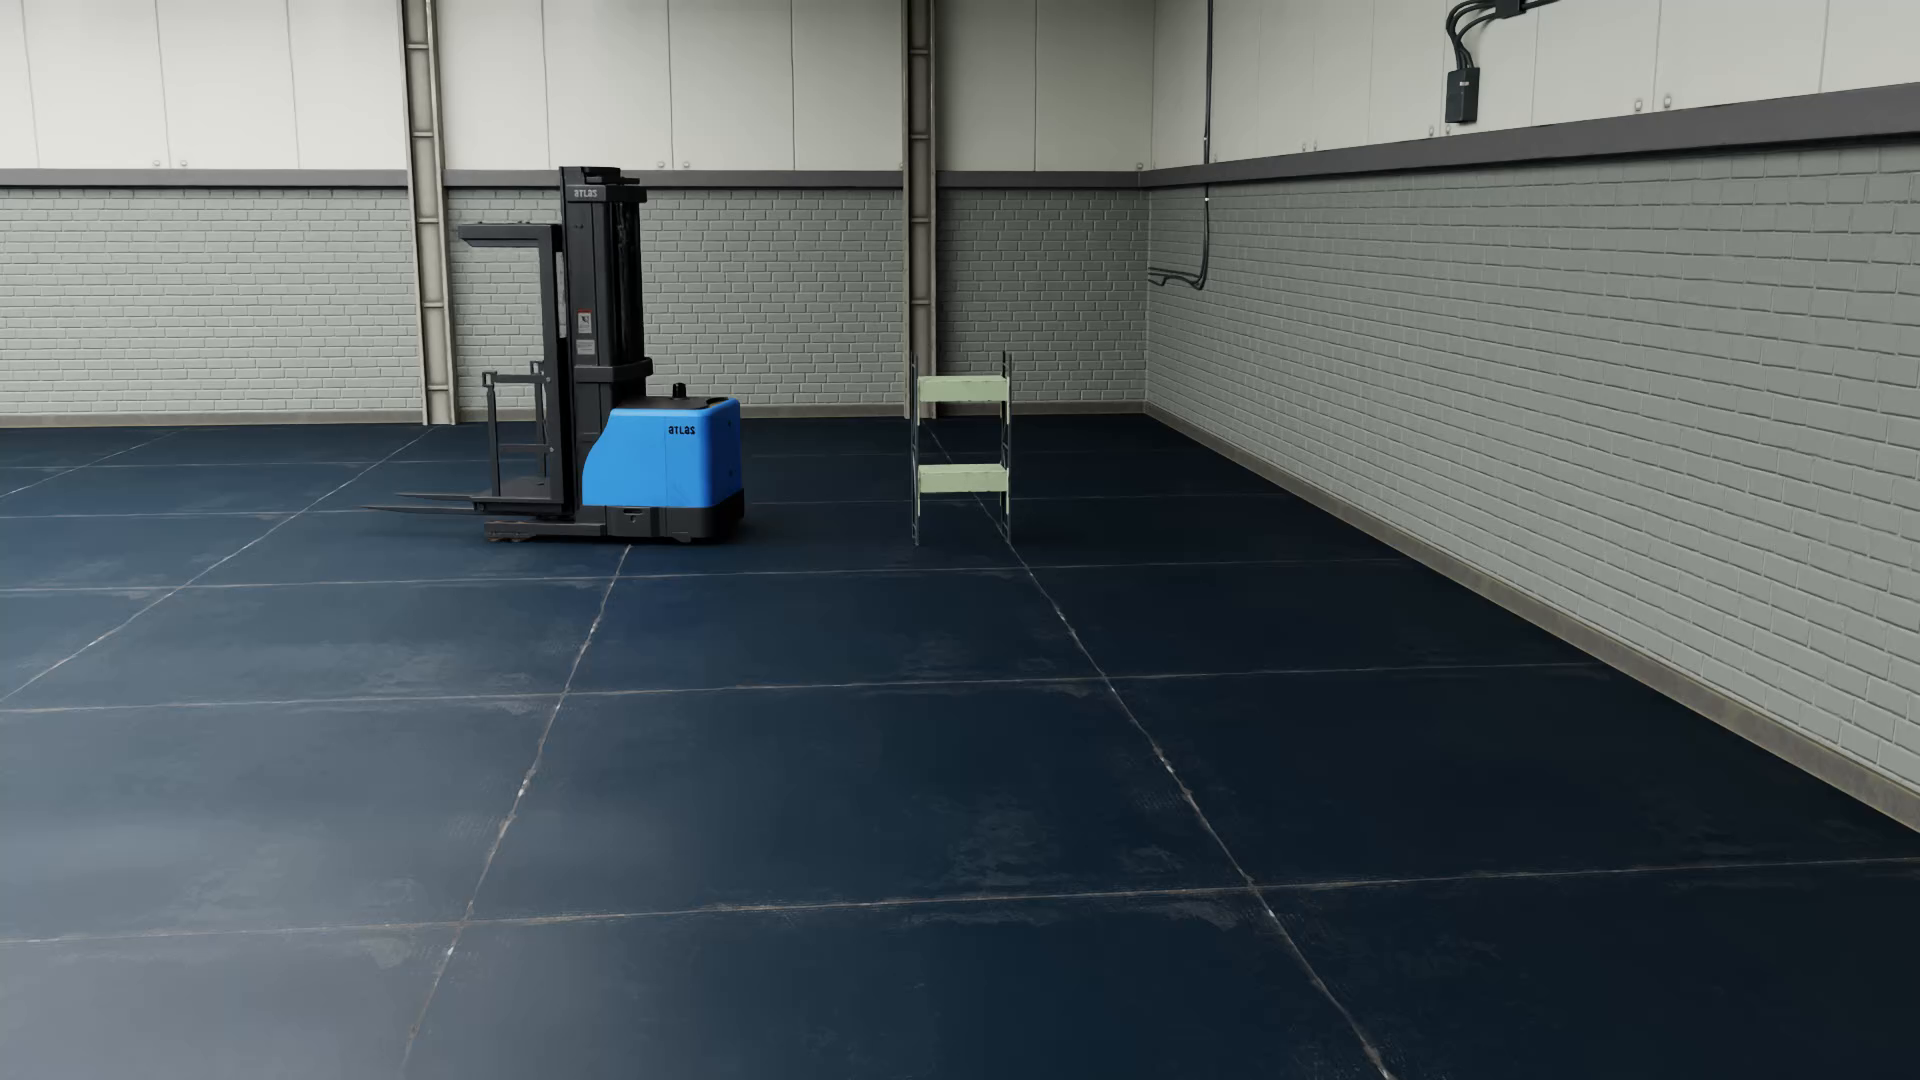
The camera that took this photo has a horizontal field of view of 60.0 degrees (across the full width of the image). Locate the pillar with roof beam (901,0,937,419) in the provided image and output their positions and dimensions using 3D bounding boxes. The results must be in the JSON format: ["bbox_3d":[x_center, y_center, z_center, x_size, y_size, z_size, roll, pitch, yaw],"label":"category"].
[{"bbox_3d":[-0.049,-5.174,16.356,0.400,9.000,9.100,-1,11,-6],"label":"pillar with roof beam"}]

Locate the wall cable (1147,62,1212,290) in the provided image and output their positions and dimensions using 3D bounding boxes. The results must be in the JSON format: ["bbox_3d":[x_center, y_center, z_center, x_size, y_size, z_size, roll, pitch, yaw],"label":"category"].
[{"bbox_3d":[2.558,-4.283,19.877,0.112,2.526,3.097,-1,11,-6],"label":"wall cable"}]

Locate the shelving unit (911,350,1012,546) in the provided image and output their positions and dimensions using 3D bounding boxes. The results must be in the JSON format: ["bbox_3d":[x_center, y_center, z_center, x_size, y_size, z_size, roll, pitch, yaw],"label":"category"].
[{"bbox_3d":[0.007,-0.736,13.224,0.755,1.500,0.431,-1,11,-6],"label":"shelving unit"}]

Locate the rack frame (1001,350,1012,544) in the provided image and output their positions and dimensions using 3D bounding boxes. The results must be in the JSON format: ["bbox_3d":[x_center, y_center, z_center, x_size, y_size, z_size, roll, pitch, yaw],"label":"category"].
[{"bbox_3d":[0.371,-0.744,13.263,0.023,1.500,0.400,-1,11,-6],"label":"rack frame"}]

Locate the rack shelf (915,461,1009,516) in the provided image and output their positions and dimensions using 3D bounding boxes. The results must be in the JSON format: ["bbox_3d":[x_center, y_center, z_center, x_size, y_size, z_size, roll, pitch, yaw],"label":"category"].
[{"bbox_3d":[0.007,-0.416,13.287,0.720,0.370,0.431,-1,11,-6],"label":"rack shelf"}]

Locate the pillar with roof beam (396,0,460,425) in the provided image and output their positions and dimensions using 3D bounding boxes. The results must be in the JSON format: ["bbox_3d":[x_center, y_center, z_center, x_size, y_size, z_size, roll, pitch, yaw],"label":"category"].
[{"bbox_3d":[-6.014,-5.049,15.720,0.400,9.000,9.100,-1,11,-6],"label":"pillar with roof beam"}]

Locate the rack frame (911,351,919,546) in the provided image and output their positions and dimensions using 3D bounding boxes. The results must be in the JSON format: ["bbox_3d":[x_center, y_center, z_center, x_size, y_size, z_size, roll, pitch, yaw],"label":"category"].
[{"bbox_3d":[-0.357,-0.728,13.185,0.023,1.500,0.400,-1,11,-6],"label":"rack frame"}]

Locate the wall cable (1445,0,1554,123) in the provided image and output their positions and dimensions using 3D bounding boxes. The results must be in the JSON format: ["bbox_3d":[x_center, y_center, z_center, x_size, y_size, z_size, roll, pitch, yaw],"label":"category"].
[{"bbox_3d":[3.567,-5.655,9.987,0.169,6.003,2.305,-1,11,-6],"label":"wall cable"}]

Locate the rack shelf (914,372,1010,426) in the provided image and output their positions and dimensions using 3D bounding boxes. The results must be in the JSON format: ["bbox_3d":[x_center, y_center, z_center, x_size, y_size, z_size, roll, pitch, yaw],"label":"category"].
[{"bbox_3d":[0.007,-1.119,13.149,0.720,0.370,0.431,-1,11,-6],"label":"rack shelf"}]

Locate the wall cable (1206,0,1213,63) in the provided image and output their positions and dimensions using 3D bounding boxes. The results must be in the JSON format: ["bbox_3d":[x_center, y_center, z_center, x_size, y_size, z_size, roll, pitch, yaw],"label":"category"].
[{"bbox_3d":[2.850,-6.243,16.751,0.112,2.526,3.097,-1,11,-6],"label":"wall cable"}]

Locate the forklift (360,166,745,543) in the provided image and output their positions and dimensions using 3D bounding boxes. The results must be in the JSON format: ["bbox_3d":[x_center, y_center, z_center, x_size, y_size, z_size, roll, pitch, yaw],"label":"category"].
[{"bbox_3d":[-3.371,-1.520,13.499,3.031,2.935,1.130,1,11,7],"label":"forklift"}]
